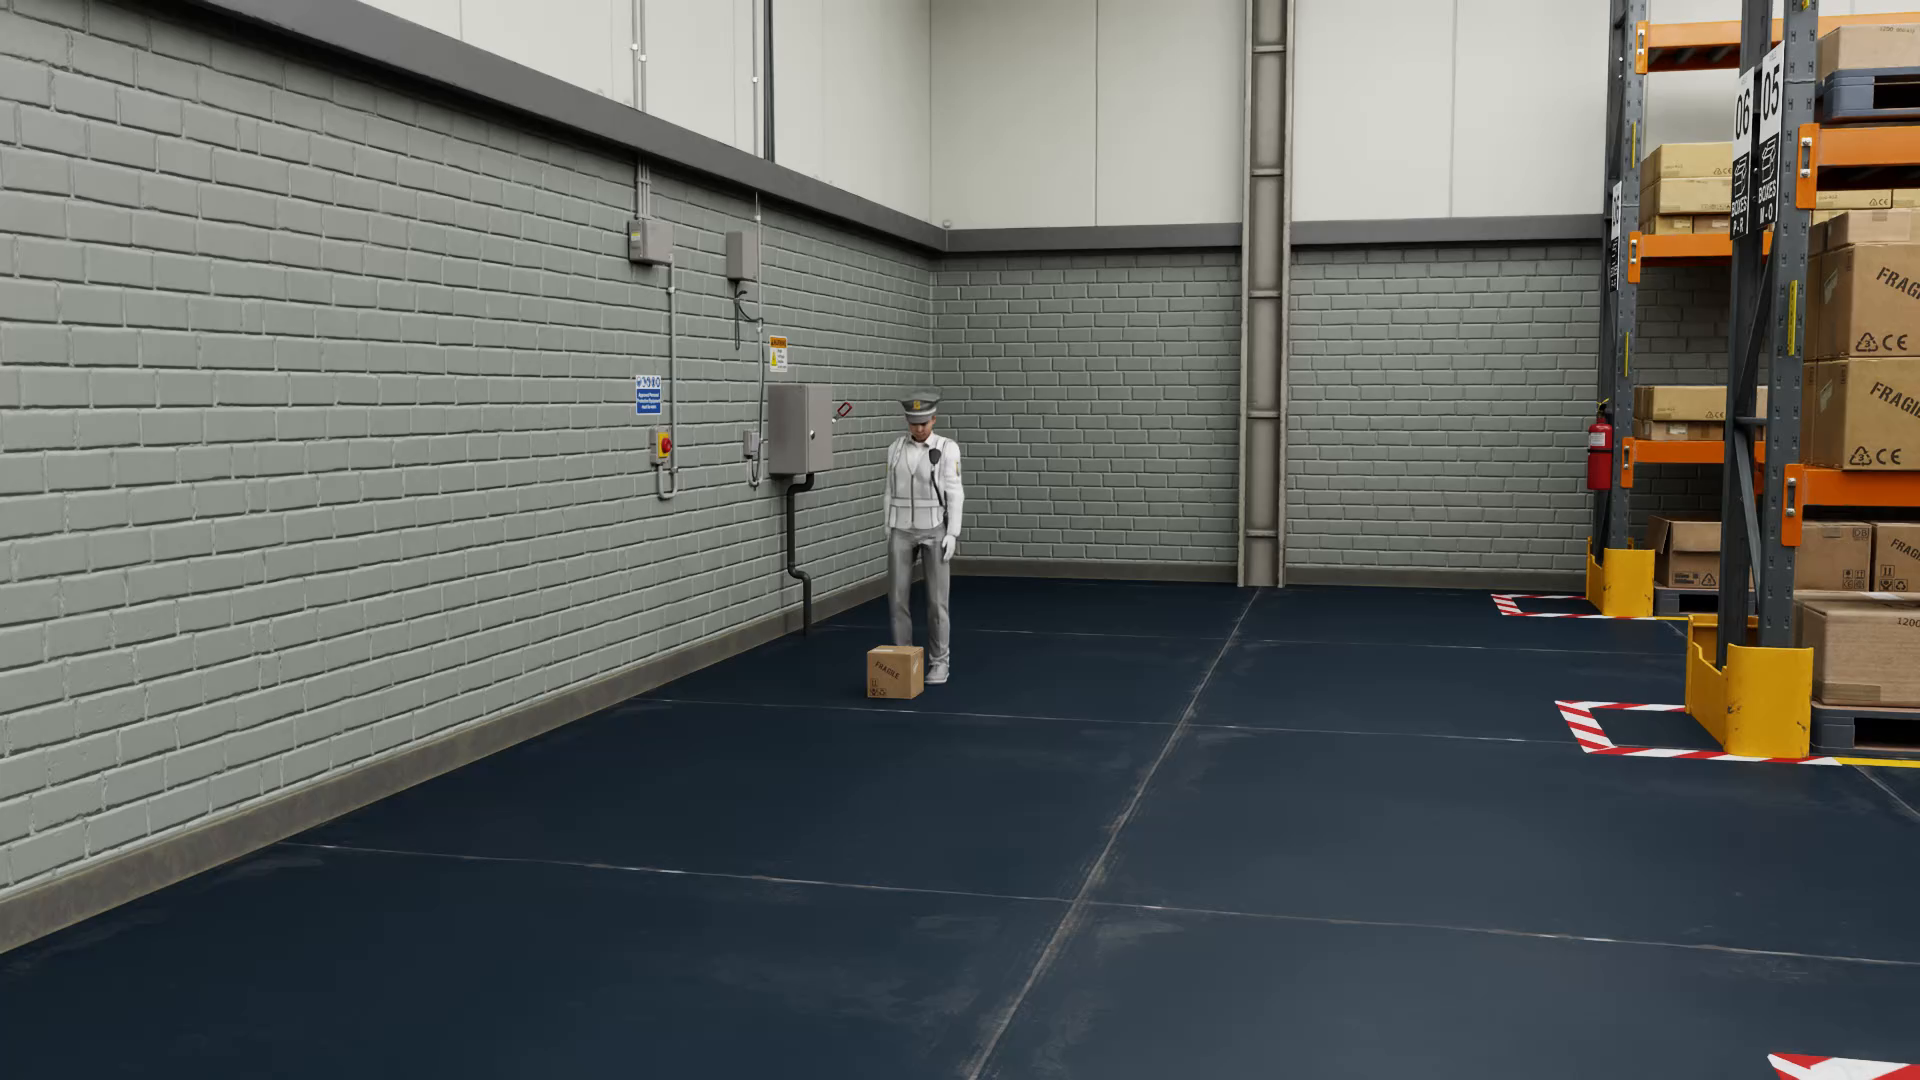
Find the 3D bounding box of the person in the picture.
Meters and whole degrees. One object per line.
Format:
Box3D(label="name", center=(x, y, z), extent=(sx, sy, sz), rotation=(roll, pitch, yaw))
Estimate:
Box3D(label="person", center=(-0.213, -0.010, 9.489), extent=(0.476, 1.661, 0.338), rotation=(1, 5, 15))
